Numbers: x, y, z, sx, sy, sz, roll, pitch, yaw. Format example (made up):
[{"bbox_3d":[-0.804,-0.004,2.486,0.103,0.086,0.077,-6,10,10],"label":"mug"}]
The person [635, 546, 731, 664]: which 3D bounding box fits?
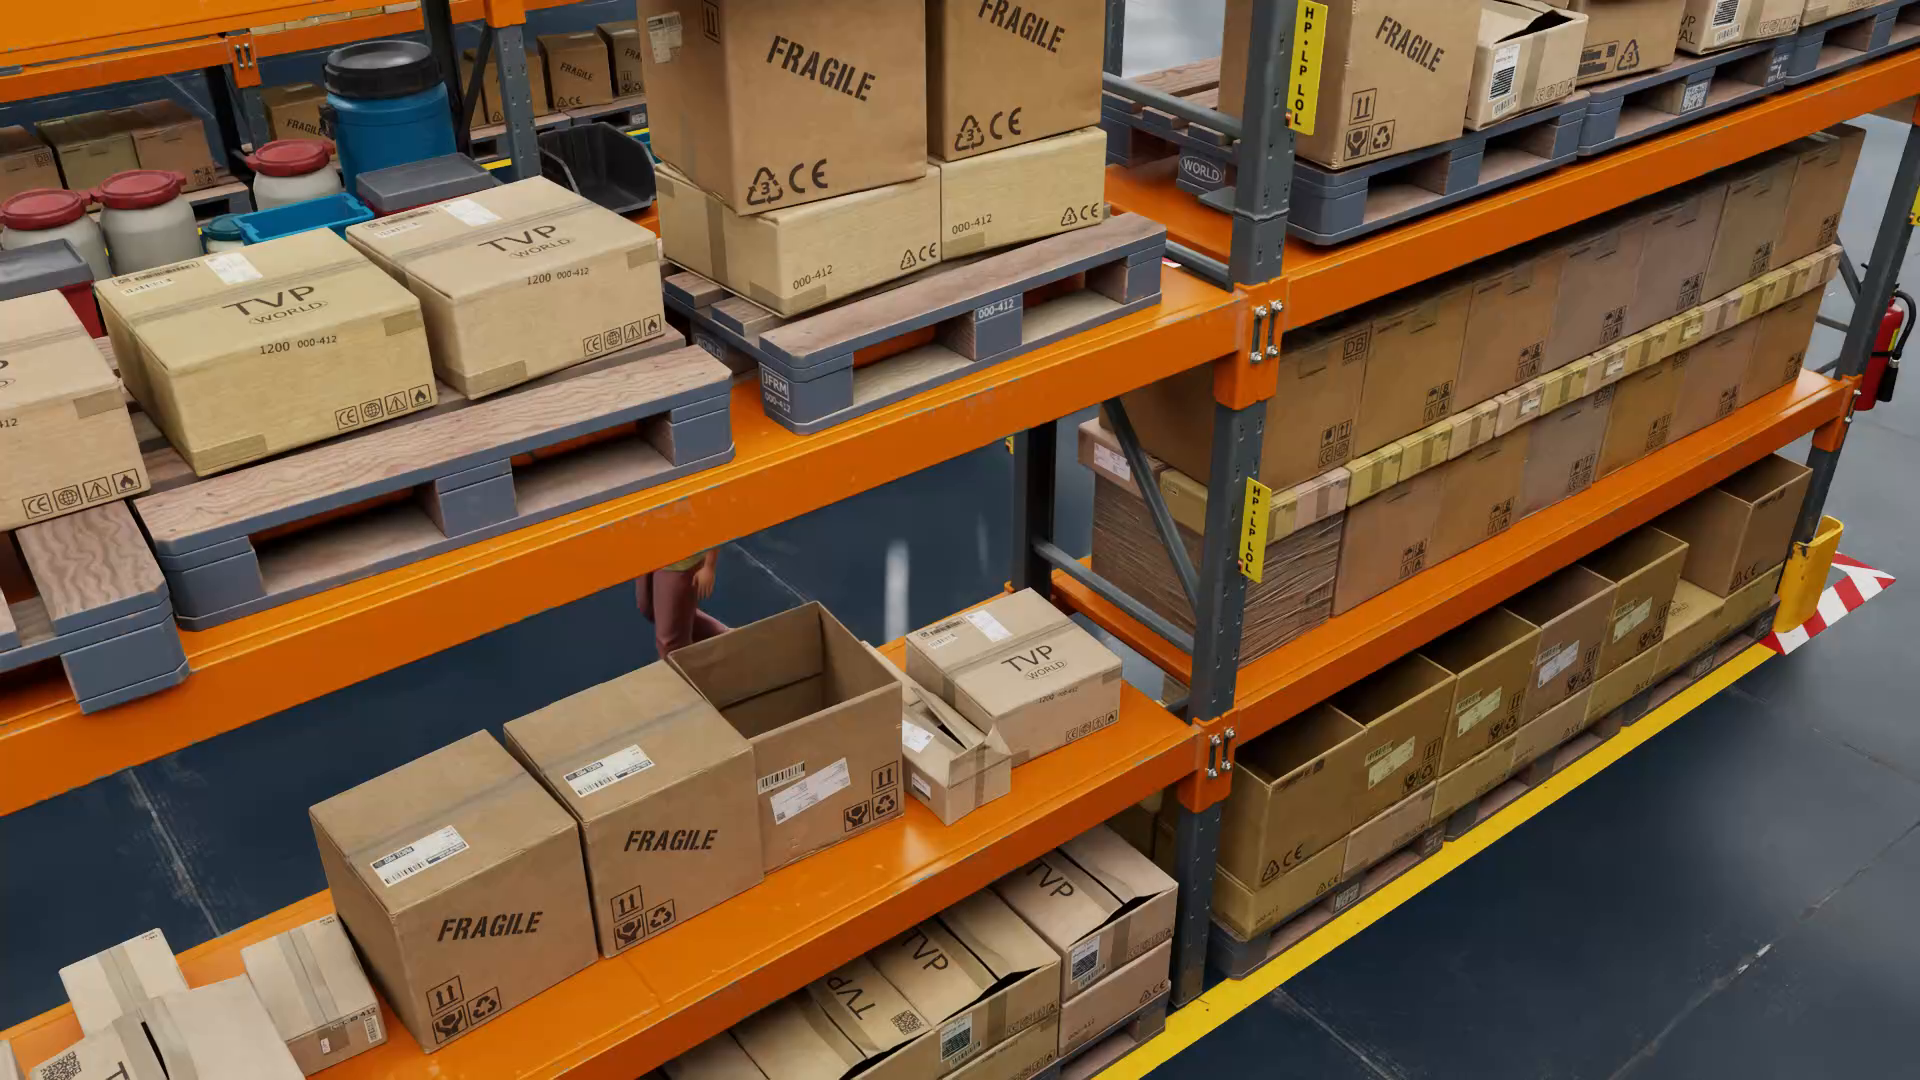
[{"bbox_3d":[-1.220,0.060,7.017,0.705,1.669,0.486,-22,38,-31],"label":"person"}]
